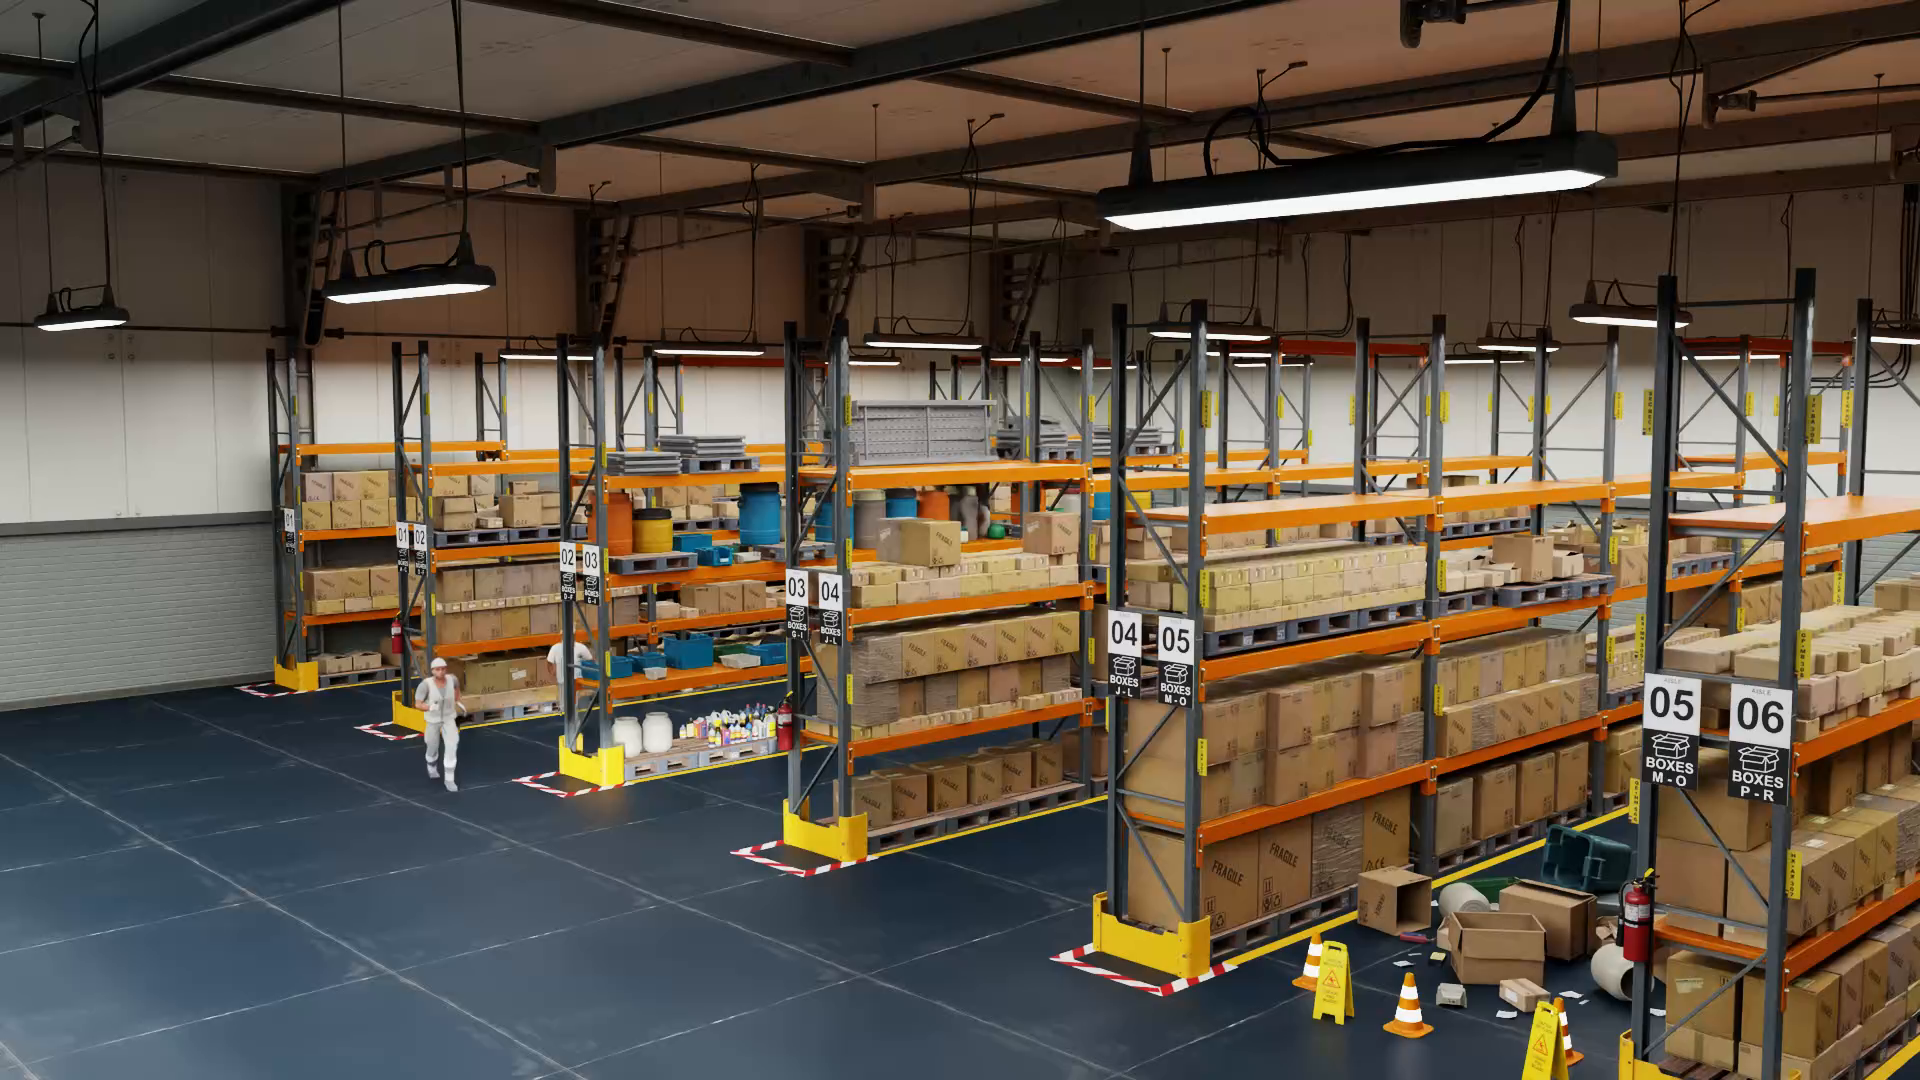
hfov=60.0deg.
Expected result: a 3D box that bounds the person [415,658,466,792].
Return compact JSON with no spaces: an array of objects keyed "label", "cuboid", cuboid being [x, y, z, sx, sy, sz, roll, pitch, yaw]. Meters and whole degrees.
[{"label":"person","cuboid":[-6.833,2.385,21.882,0.684,1.744,1.015,-2,5,-25]}]

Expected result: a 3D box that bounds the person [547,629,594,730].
[{"label":"person","cuboid":[-5.901,2.140,25.224,0.701,1.714,0.761,1,5,8]}]
